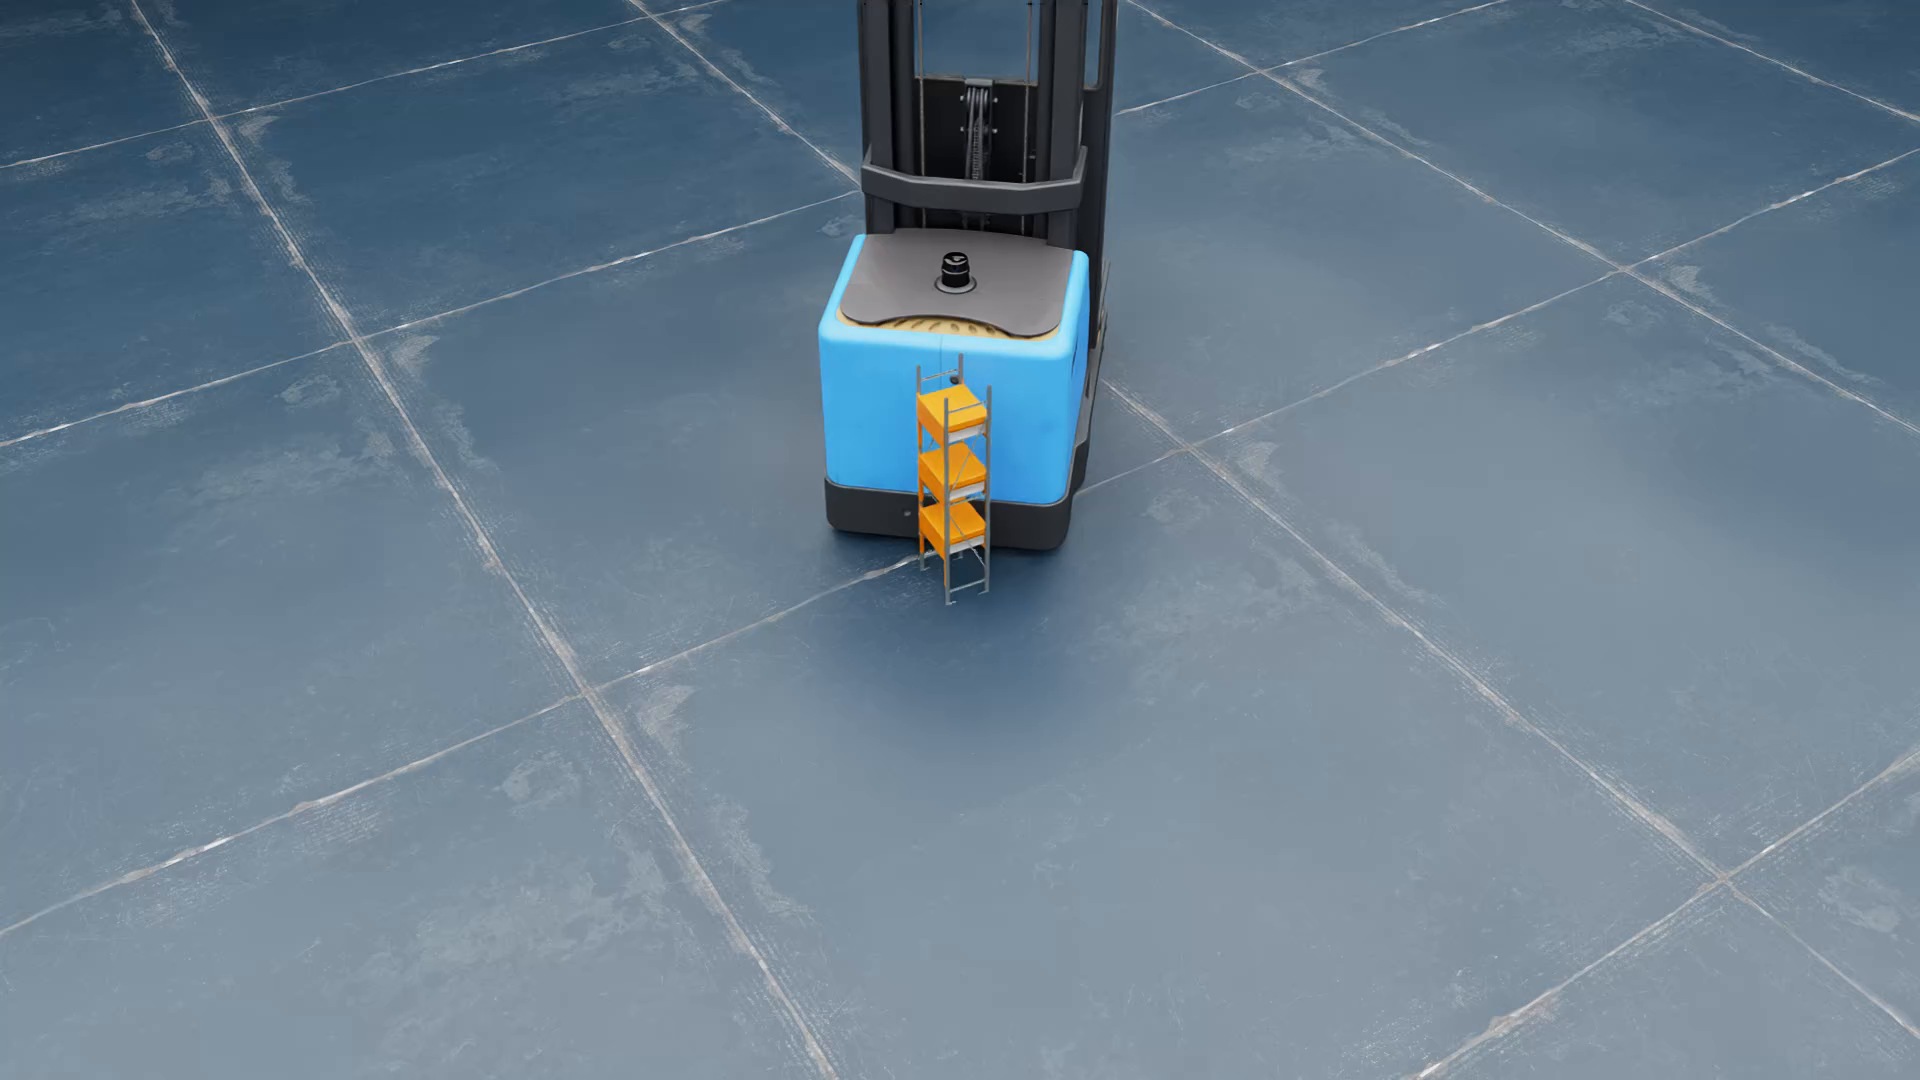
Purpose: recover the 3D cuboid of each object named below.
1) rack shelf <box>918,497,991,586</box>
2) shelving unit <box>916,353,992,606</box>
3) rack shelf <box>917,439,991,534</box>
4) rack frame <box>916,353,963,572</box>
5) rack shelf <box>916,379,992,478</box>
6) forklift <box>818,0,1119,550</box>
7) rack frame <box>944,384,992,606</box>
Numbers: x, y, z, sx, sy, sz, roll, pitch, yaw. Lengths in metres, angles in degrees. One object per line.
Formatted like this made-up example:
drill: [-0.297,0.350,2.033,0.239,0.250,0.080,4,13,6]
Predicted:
rack shelf: [-0.024,-0.006,6.888,0.215,0.259,0.240,-18,43,-20]
shelving unit: [-0.024,-0.228,6.703,0.215,1.050,0.252,-18,43,-20]
rack shelf: [-0.024,-0.220,6.710,0.215,0.259,0.240,-18,43,-20]
rack frame: [-0.078,-0.298,6.787,0.200,1.050,0.008,-18,43,-20]
rack shelf: [-0.024,-0.438,6.528,0.215,0.259,0.240,-18,43,-20]
forklift: [0.150,-2.026,7.392,1.130,2.935,3.031,6,40,7]
rack frame: [0.030,-0.158,6.619,0.200,1.050,0.008,-18,43,-20]
